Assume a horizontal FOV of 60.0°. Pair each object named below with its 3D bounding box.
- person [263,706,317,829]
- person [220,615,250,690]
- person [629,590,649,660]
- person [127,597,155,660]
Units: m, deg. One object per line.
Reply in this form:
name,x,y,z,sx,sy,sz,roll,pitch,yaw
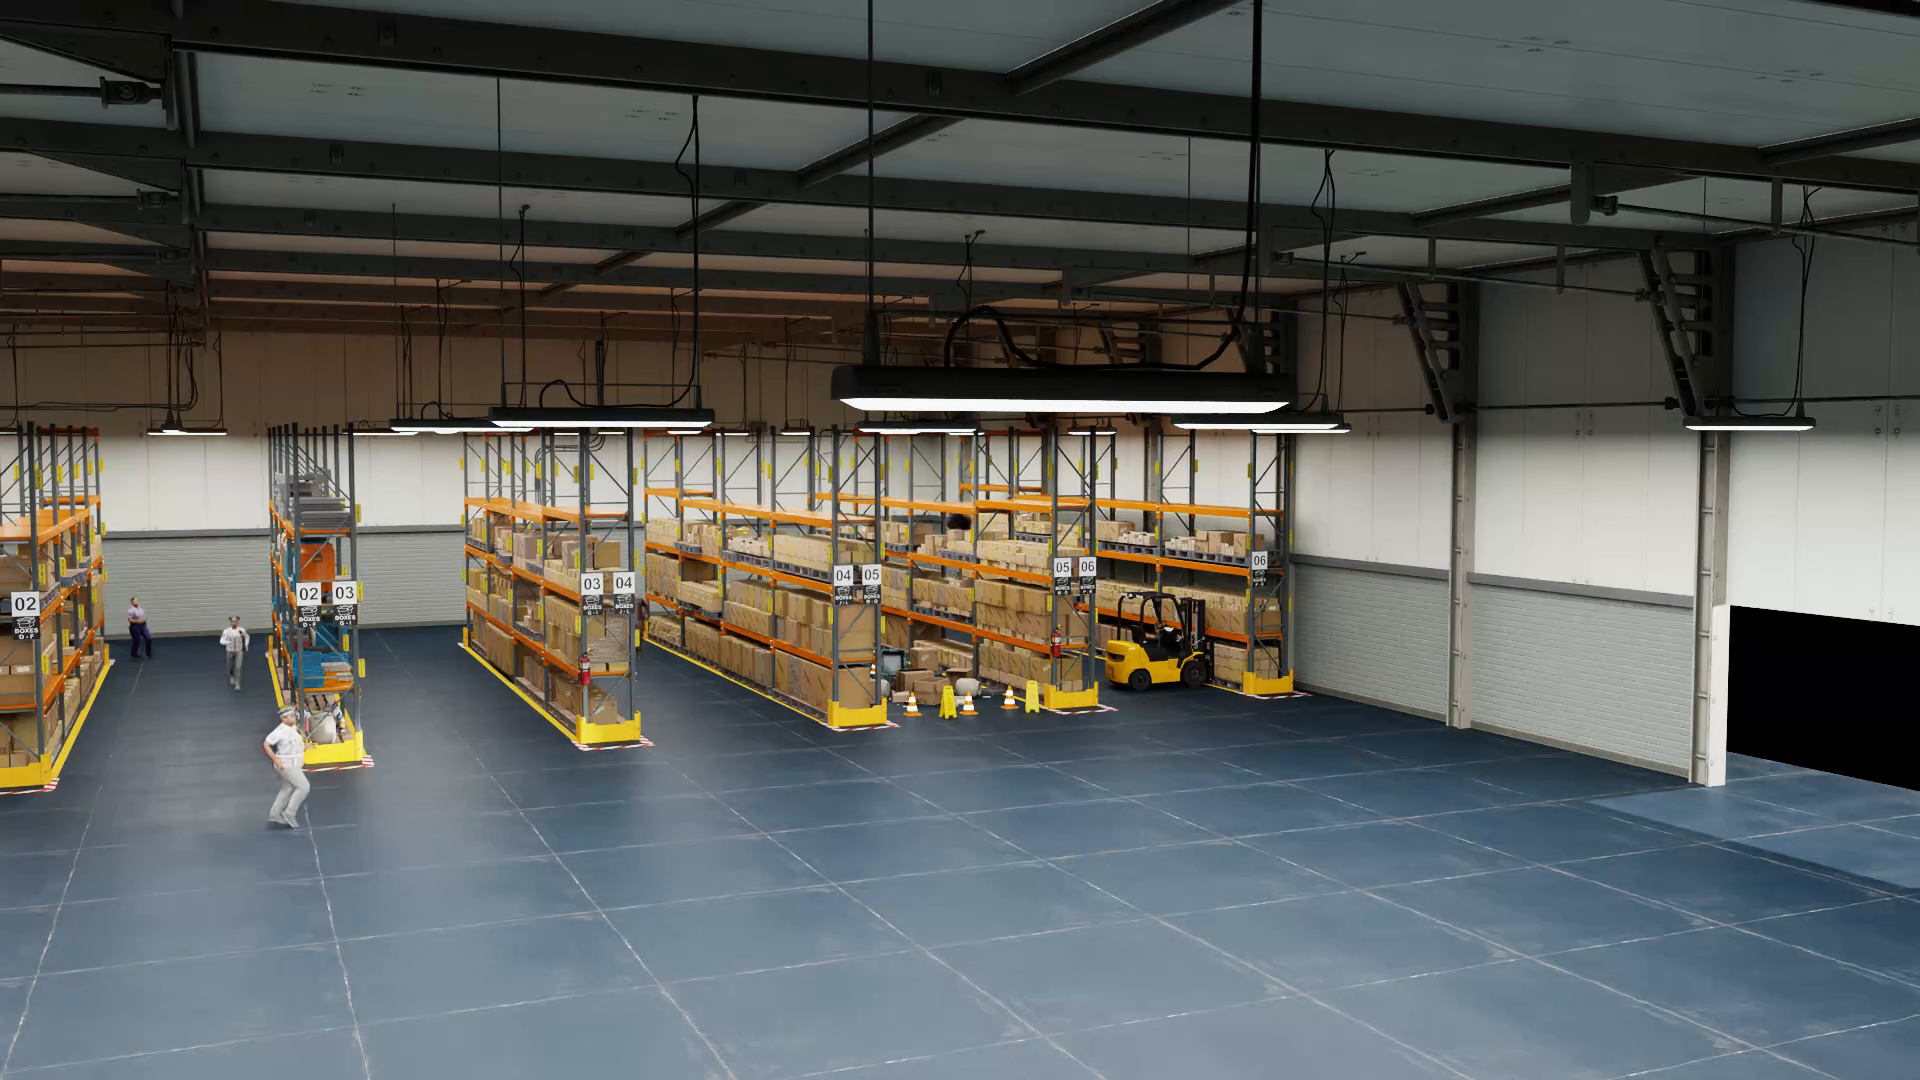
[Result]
person,-9.860,3.352,24.520,0.722,1.813,0.634,0,4,-8
person,-16.529,2.547,37.929,0.617,1.673,0.923,-1,4,-22
person,-8.491,2.198,43.472,0.720,1.820,0.956,-1,4,-17
person,-21.246,2.313,42.912,0.678,1.670,0.625,2,4,24
